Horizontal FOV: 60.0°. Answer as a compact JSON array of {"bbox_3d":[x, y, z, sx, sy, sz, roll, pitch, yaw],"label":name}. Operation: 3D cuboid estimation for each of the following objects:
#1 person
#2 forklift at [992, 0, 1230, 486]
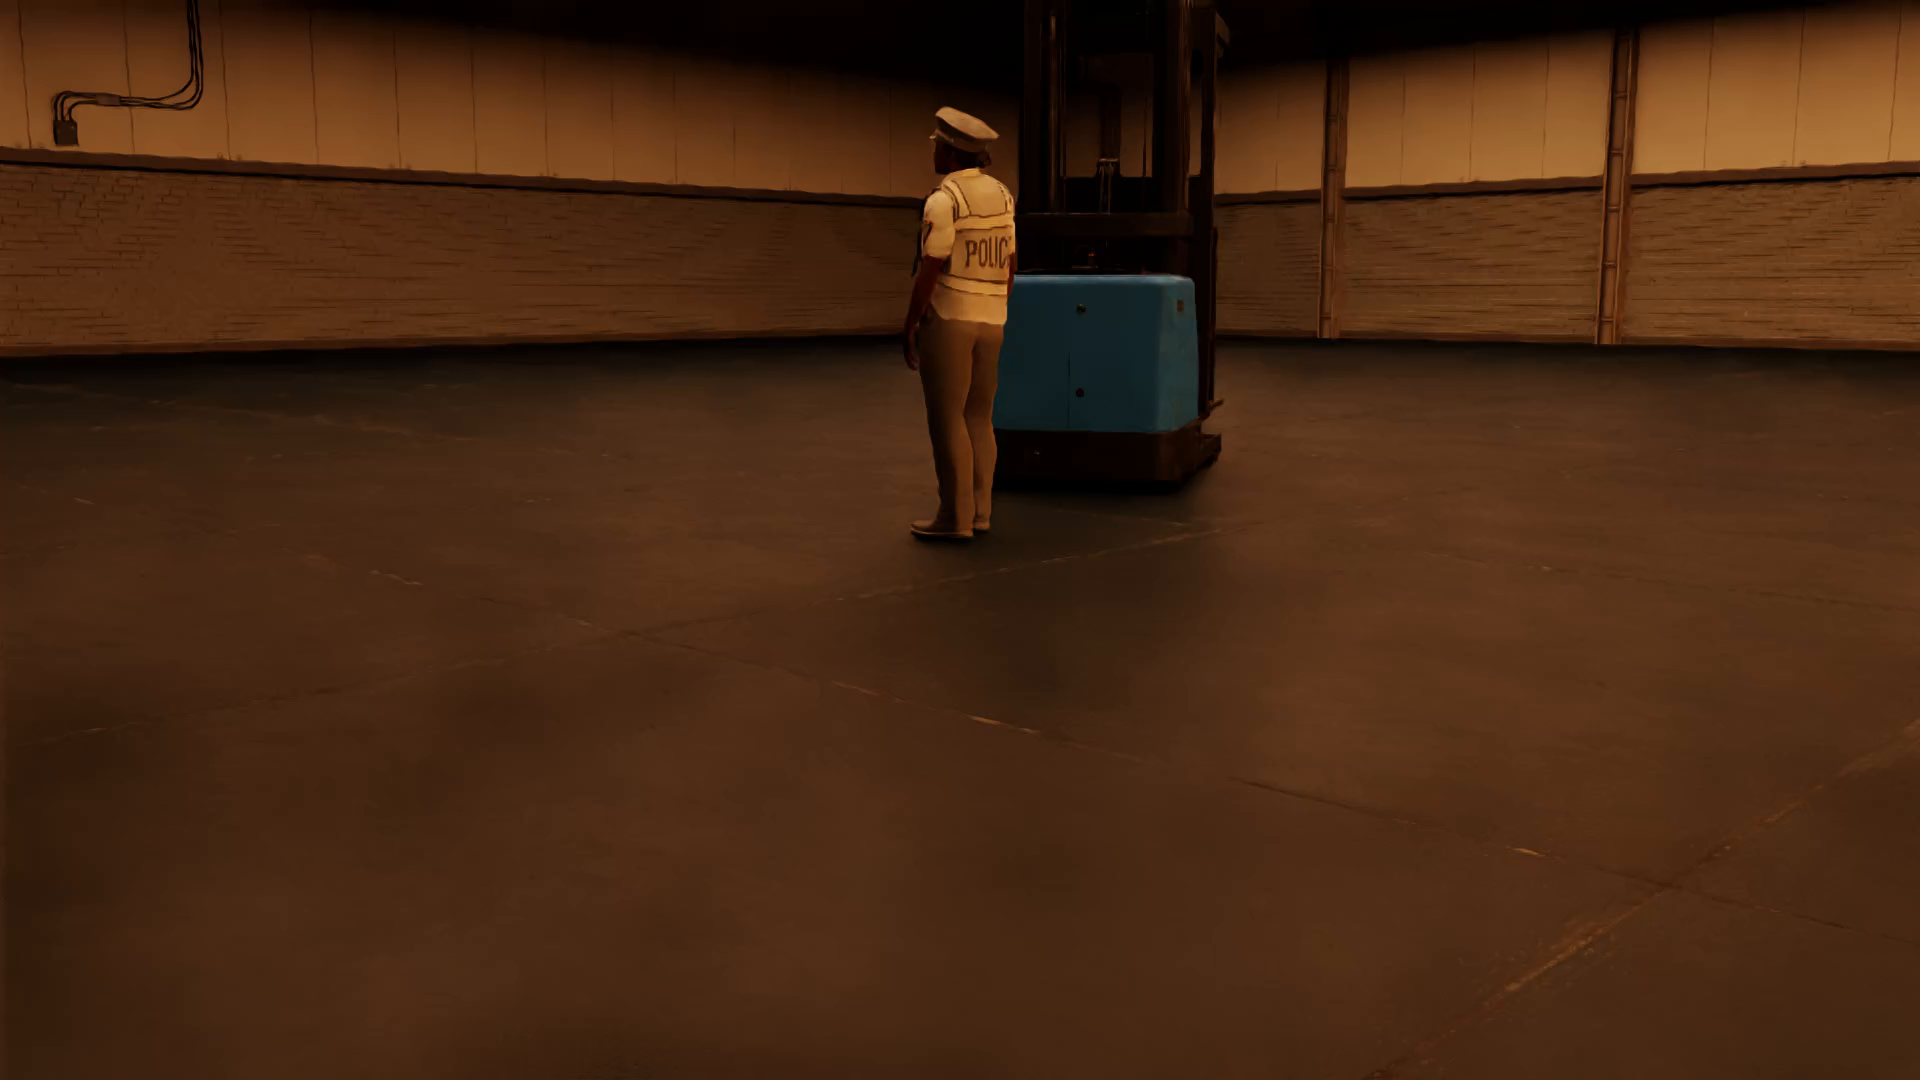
[{"bbox_3d":[-0.040,-0.853,6.656,0.529,1.691,0.570,8,12,43],"label":"person"},{"bbox_3d":[0.931,-1.903,9.513,1.130,2.935,3.031,2,9,15],"label":"forklift"}]
